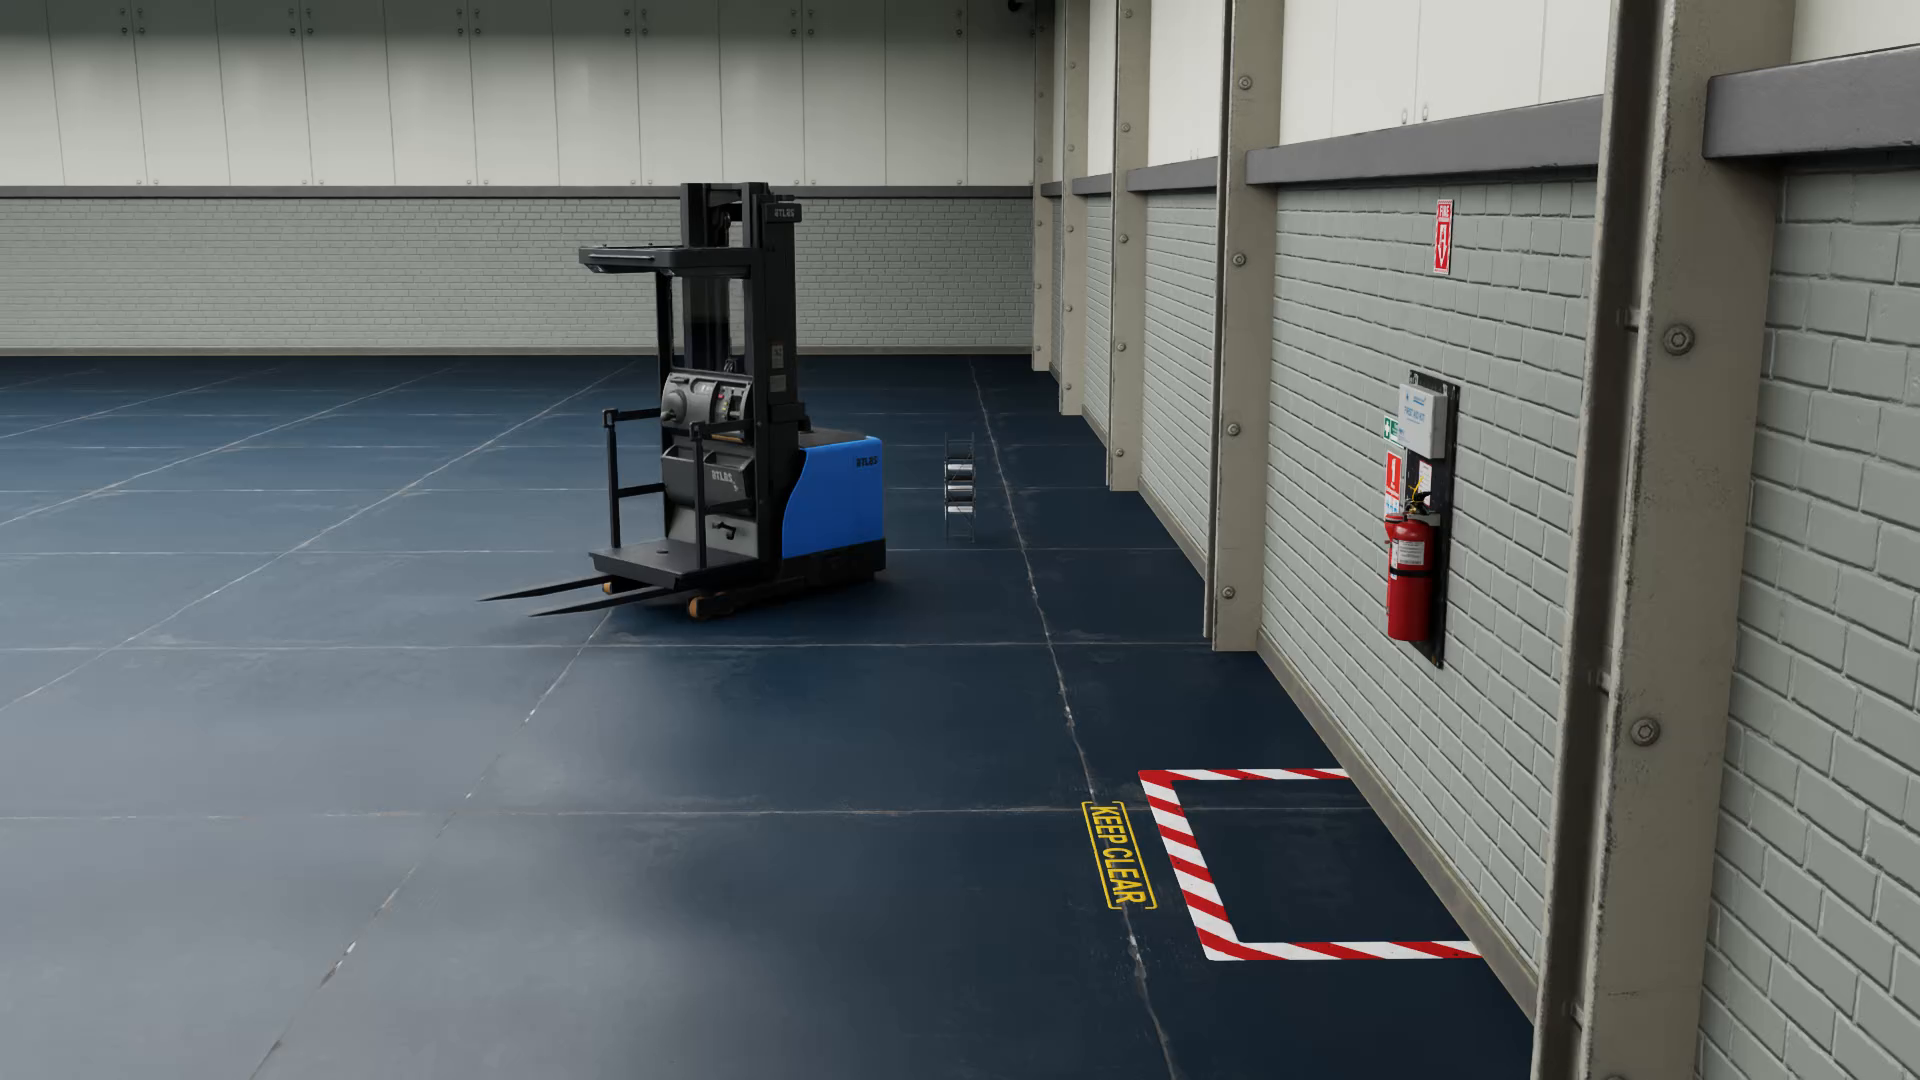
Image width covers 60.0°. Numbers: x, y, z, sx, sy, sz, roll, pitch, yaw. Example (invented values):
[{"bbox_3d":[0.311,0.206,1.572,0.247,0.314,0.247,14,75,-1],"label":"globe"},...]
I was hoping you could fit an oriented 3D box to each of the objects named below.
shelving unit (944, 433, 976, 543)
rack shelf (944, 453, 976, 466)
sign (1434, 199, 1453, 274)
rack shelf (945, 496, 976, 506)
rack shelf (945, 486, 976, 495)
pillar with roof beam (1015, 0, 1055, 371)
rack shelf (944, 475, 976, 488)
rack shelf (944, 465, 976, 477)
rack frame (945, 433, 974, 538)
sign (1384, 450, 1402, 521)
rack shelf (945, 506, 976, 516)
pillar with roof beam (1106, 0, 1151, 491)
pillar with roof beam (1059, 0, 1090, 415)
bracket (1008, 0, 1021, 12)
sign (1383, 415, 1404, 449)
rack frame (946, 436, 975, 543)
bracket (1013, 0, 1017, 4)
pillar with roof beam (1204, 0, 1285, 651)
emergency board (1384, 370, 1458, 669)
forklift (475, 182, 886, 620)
[{"bbox_3d":[0.000,-0.439,13.962,0.258,0.900,0.210,0,11,-1],"label":"shelving unit"},{"bbox_3d":[0.000,-0.671,13.915,0.258,0.077,0.200,0,11,-1],"label":"rack shelf"},{"bbox_3d":[1.974,-1.241,6.799,0.001,0.298,0.199,0,11,-1],"label":"sign"},{"bbox_3d":[0.000,-0.319,13.986,0.258,0.077,0.200,0,11,-1],"label":"rack shelf"},{"bbox_3d":[0.000,-0.407,13.968,0.258,0.077,0.200,0,11,-1],"label":"rack shelf"},{"bbox_3d":[-2.912,-7.304,27.430,9.100,9.000,0.548,0,11,-1],"label":"pillar with roof beam"},{"bbox_3d":[0.000,-0.495,13.950,0.258,0.077,0.200,0,11,-1],"label":"rack shelf"},{"bbox_3d":[0.000,-0.583,13.933,0.258,0.077,0.200,0,11,-1],"label":"rack shelf"},{"bbox_3d":[-0.002,-0.460,14.061,0.240,0.900,0.006,0,11,-1],"label":"rack frame"},{"bbox_3d":[1.967,-0.230,7.560,0.001,0.329,0.234,0,11,-1],"label":"sign"},{"bbox_3d":[0.000,-0.230,14.004,0.258,0.077,0.200,0,11,-1],"label":"rack shelf"},{"bbox_3d":[-2.664,-4.919,15.672,9.100,9.000,0.400,0,11,-1],"label":"pillar with roof beam"},{"bbox_3d":[-2.788,-6.112,21.551,9.100,9.000,0.400,0,11,-1],"label":"pillar with roof beam"},{"bbox_3d":[0.979,-9.638,29.881,0.235,0.232,0.430,0,11,-1],"label":"bracket"},{"bbox_3d":[1.958,-0.489,7.503,0.001,0.109,0.331,0,11,-1],"label":"sign"},{"bbox_3d":[0.002,-0.419,13.862,0.240,0.900,0.006,0,11,-1],"label":"rack frame"},{"bbox_3d":[0.992,-9.521,29.302,0.076,0.066,3.189,0,11,-1],"label":"bracket"},{"bbox_3d":[-2.540,-3.726,9.793,9.100,9.000,0.400,0,11,-1],"label":"pillar with roof beam"},{"bbox_3d":[1.875,-0.102,7.020,0.194,1.169,0.643,0,11,-1],"label":"emergency board"},{"bbox_3d":[-1.939,-1.002,11.625,1.130,2.935,3.031,11,16,42],"label":"forklift"}]
